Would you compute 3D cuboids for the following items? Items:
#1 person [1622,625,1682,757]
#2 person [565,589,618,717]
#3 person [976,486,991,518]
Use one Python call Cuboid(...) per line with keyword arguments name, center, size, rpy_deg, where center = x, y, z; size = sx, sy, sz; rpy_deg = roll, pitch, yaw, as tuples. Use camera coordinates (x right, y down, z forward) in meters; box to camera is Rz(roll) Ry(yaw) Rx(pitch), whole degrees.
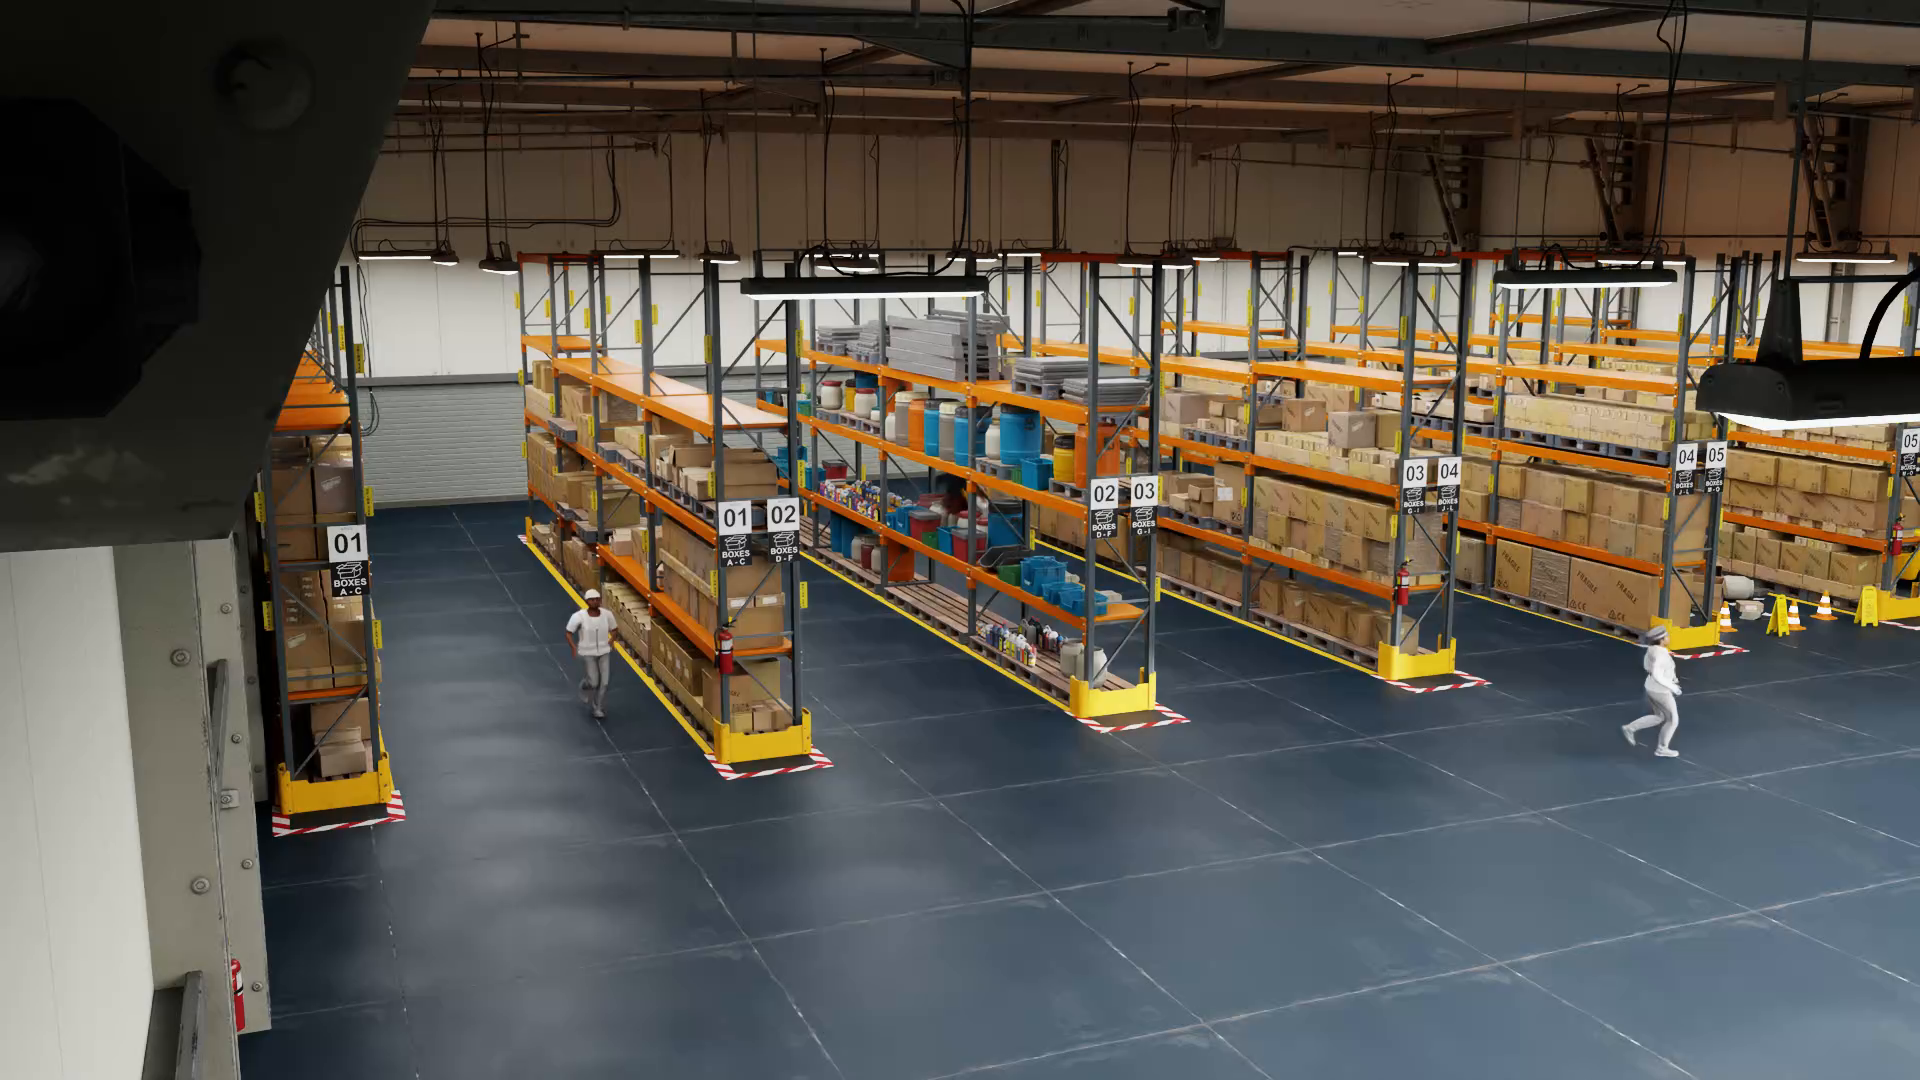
Cuboid(name="person", center=(8.515, 1.850, 20.363), size=(0.666, 1.639, 0.619), rpy_deg=(1, 10, 6))
Cuboid(name="person", center=(-4.856, 1.495, 22.107), size=(0.701, 1.716, 0.587), rpy_deg=(-6, 12, -28))
Cuboid(name="person", center=(0.422, -0.280, 32.281), size=(0.529, 1.543, 0.602), rpy_deg=(-5, 12, -26))
